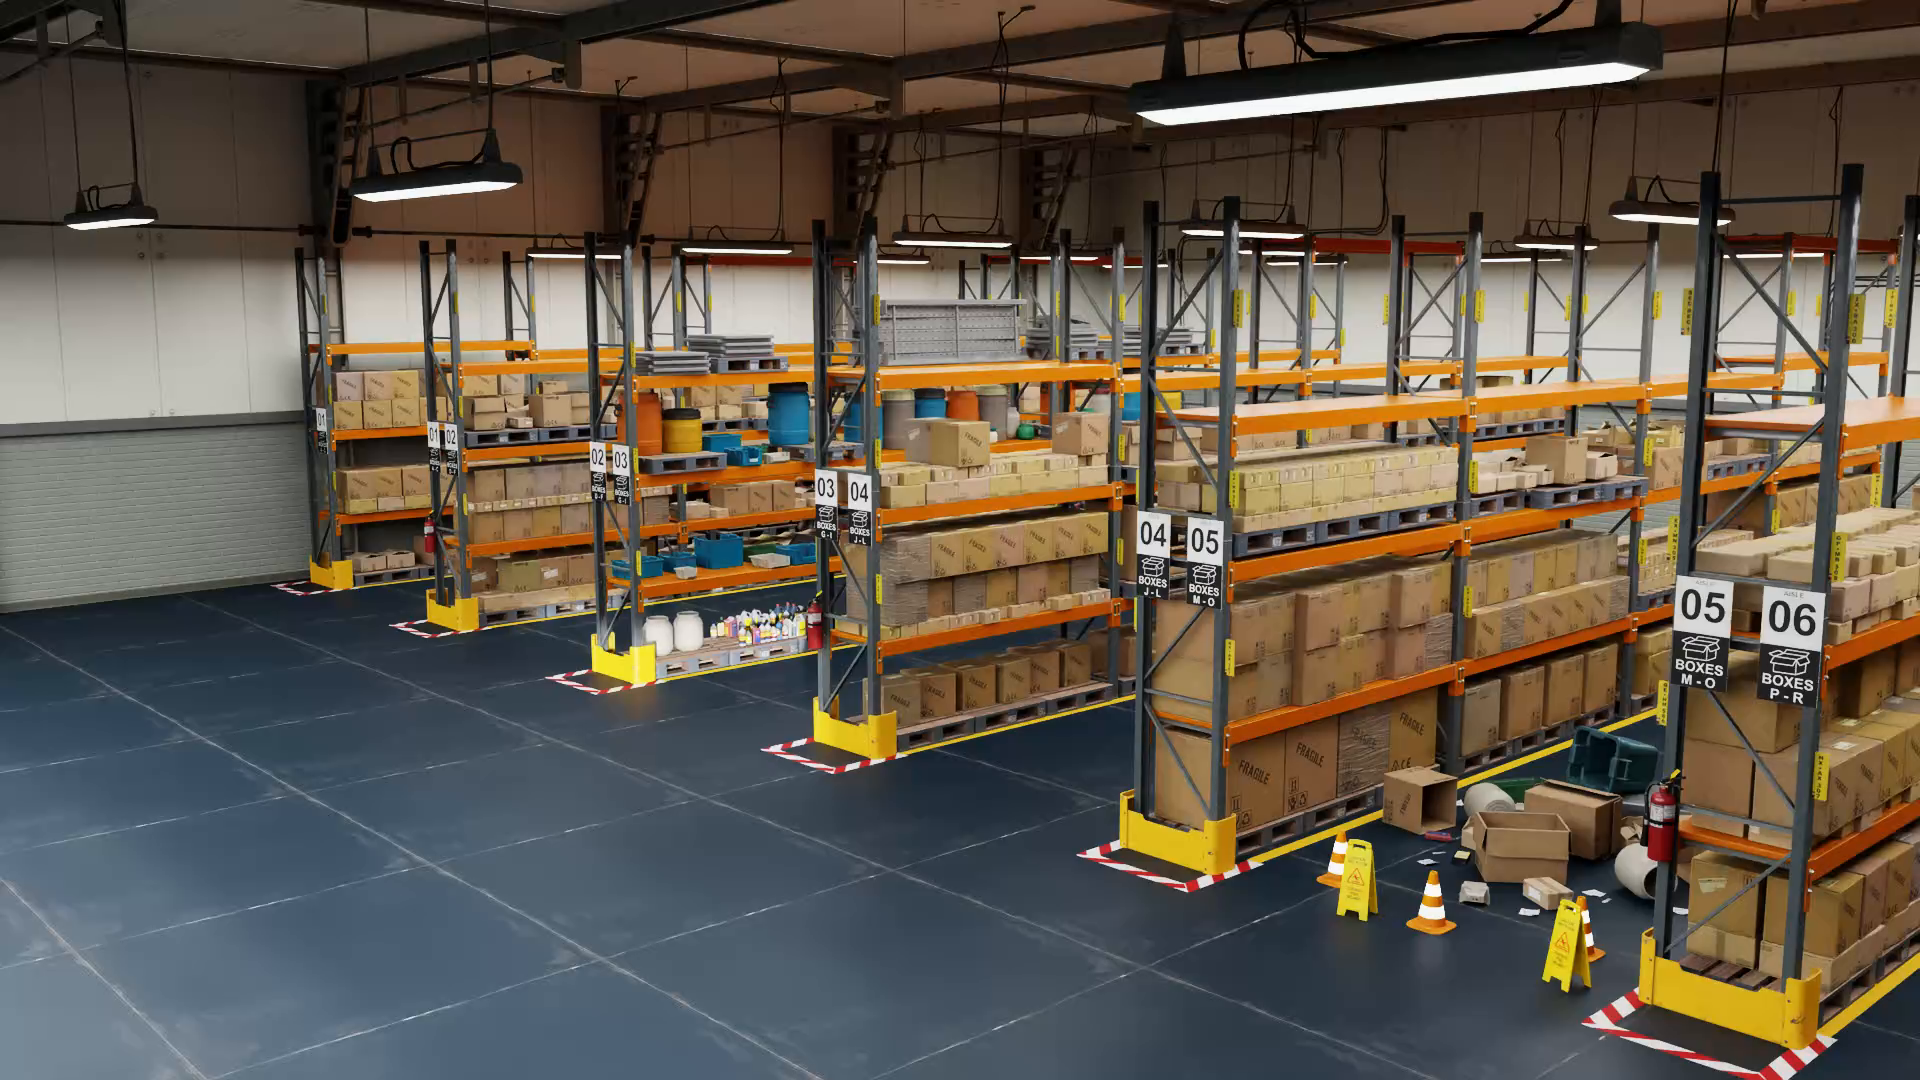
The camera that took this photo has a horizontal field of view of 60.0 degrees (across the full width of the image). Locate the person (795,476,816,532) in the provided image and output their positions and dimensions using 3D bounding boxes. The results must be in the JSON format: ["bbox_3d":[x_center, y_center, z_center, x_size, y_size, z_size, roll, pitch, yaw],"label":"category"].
[{"bbox_3d":[-2.881,-0.452,32.957,1.007,1.680,0.697,-7,11,-40],"label":"person"}]
